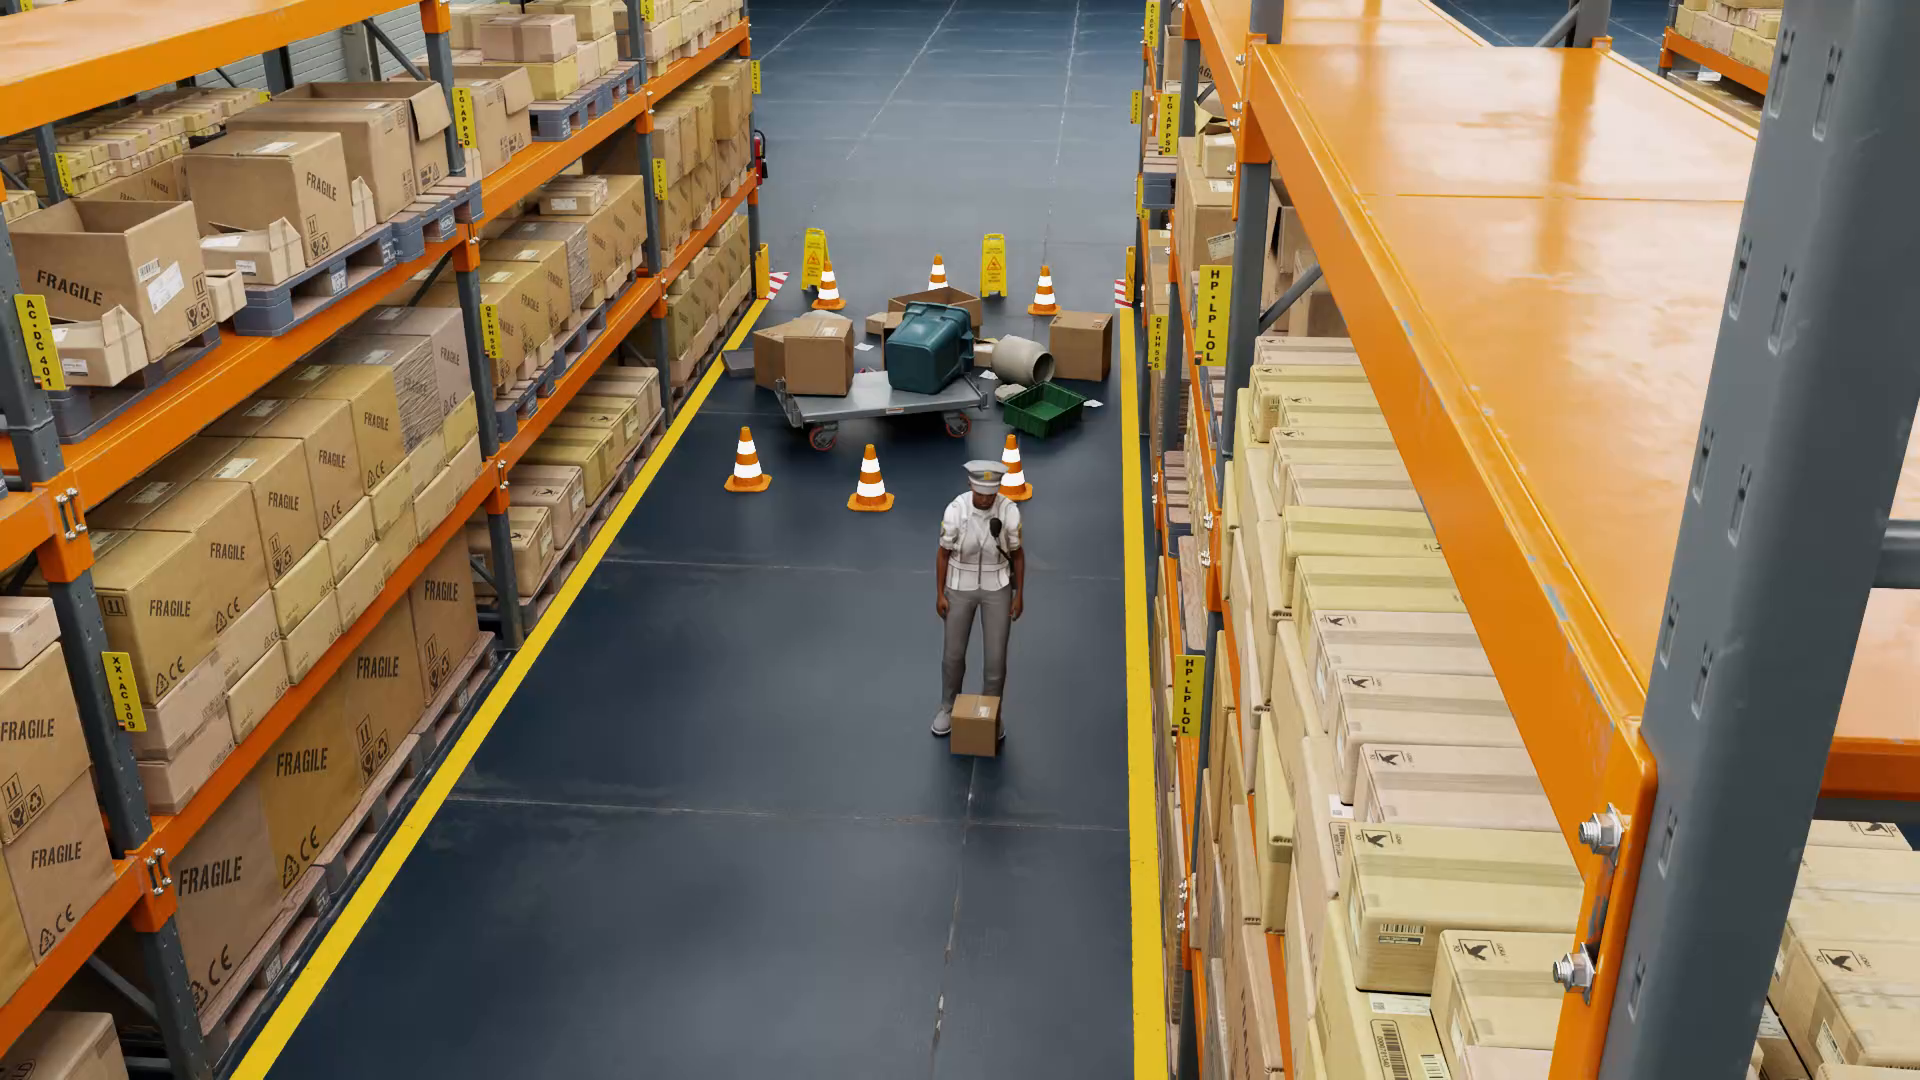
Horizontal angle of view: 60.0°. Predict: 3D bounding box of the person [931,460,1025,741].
[{"bbox_3d":[0.099,0.315,9.307,0.526,1.658,0.427,0,25,1],"label":"person"}]
